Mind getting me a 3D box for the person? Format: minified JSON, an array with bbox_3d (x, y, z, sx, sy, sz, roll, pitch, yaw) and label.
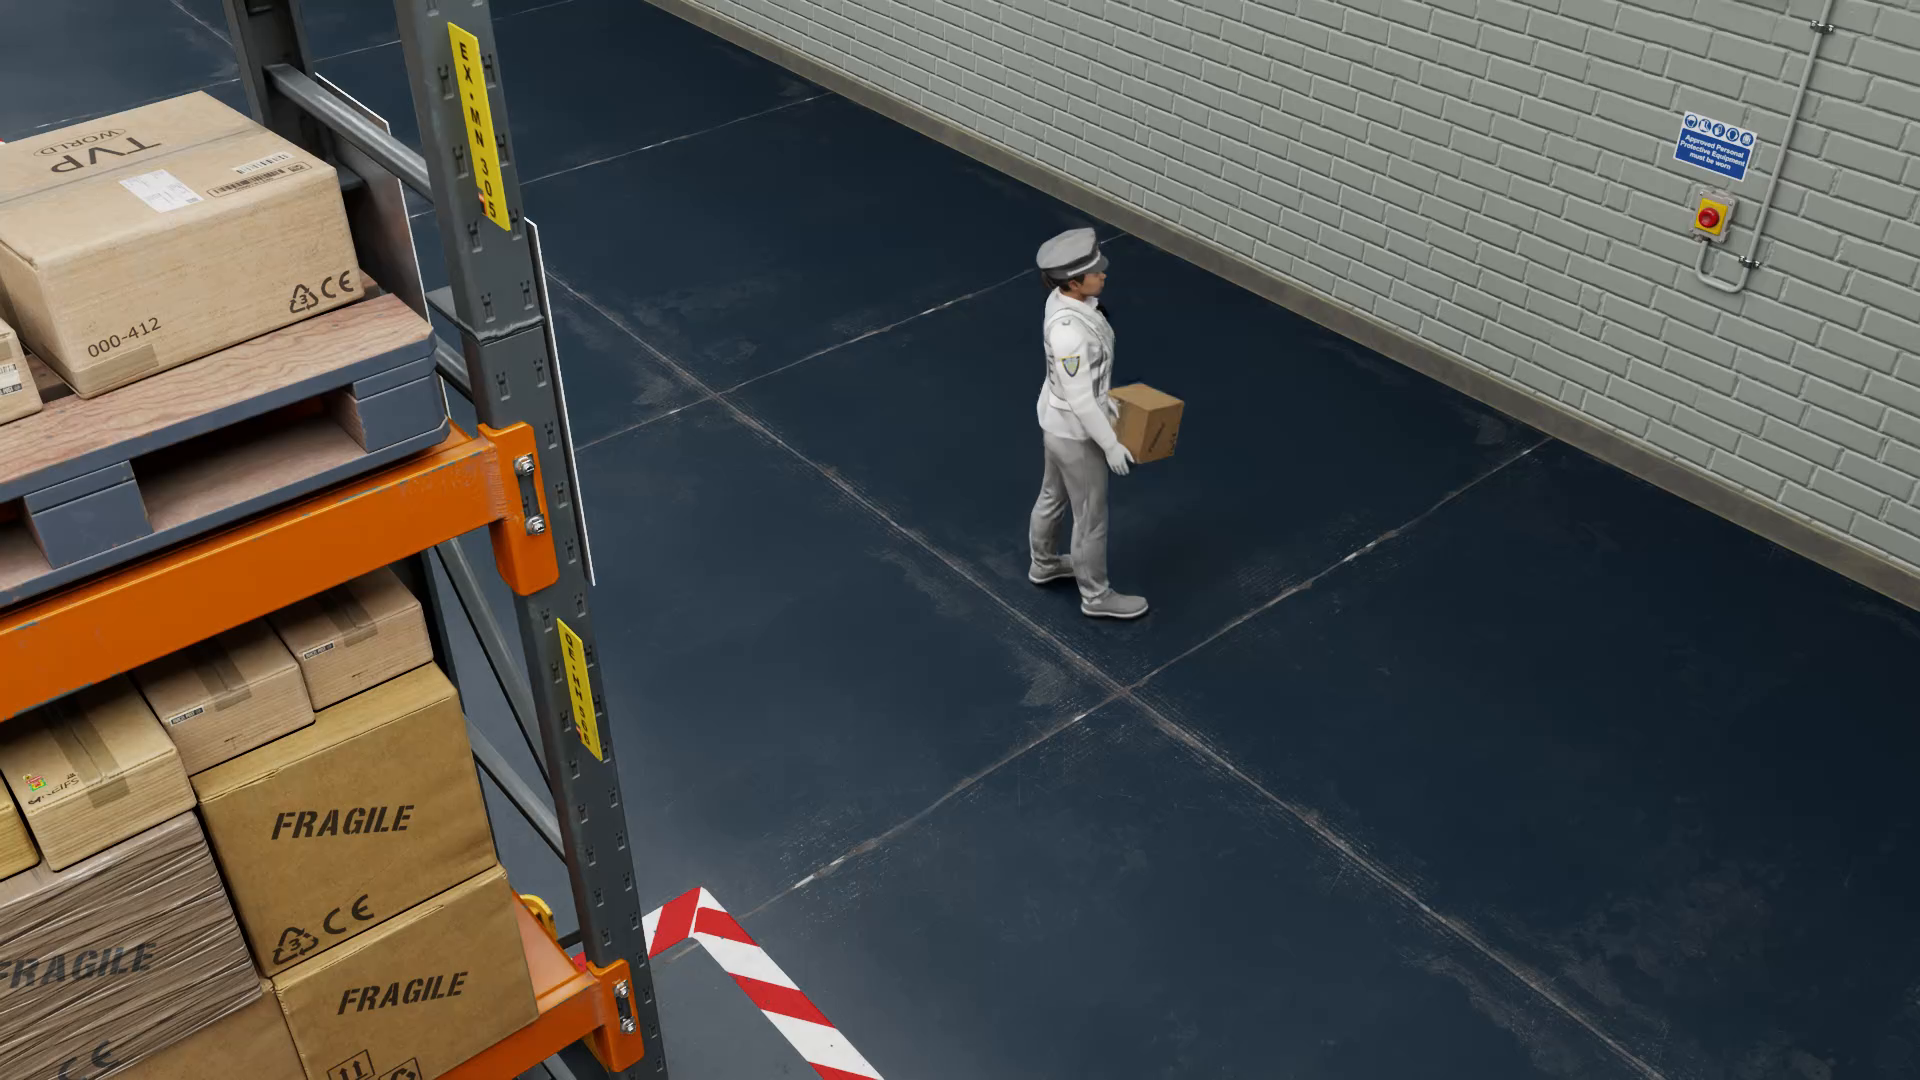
[{"bbox_3d":[0.548,-0.473,6.750,0.516,1.691,0.543,0,36,0],"label":"person"}]
